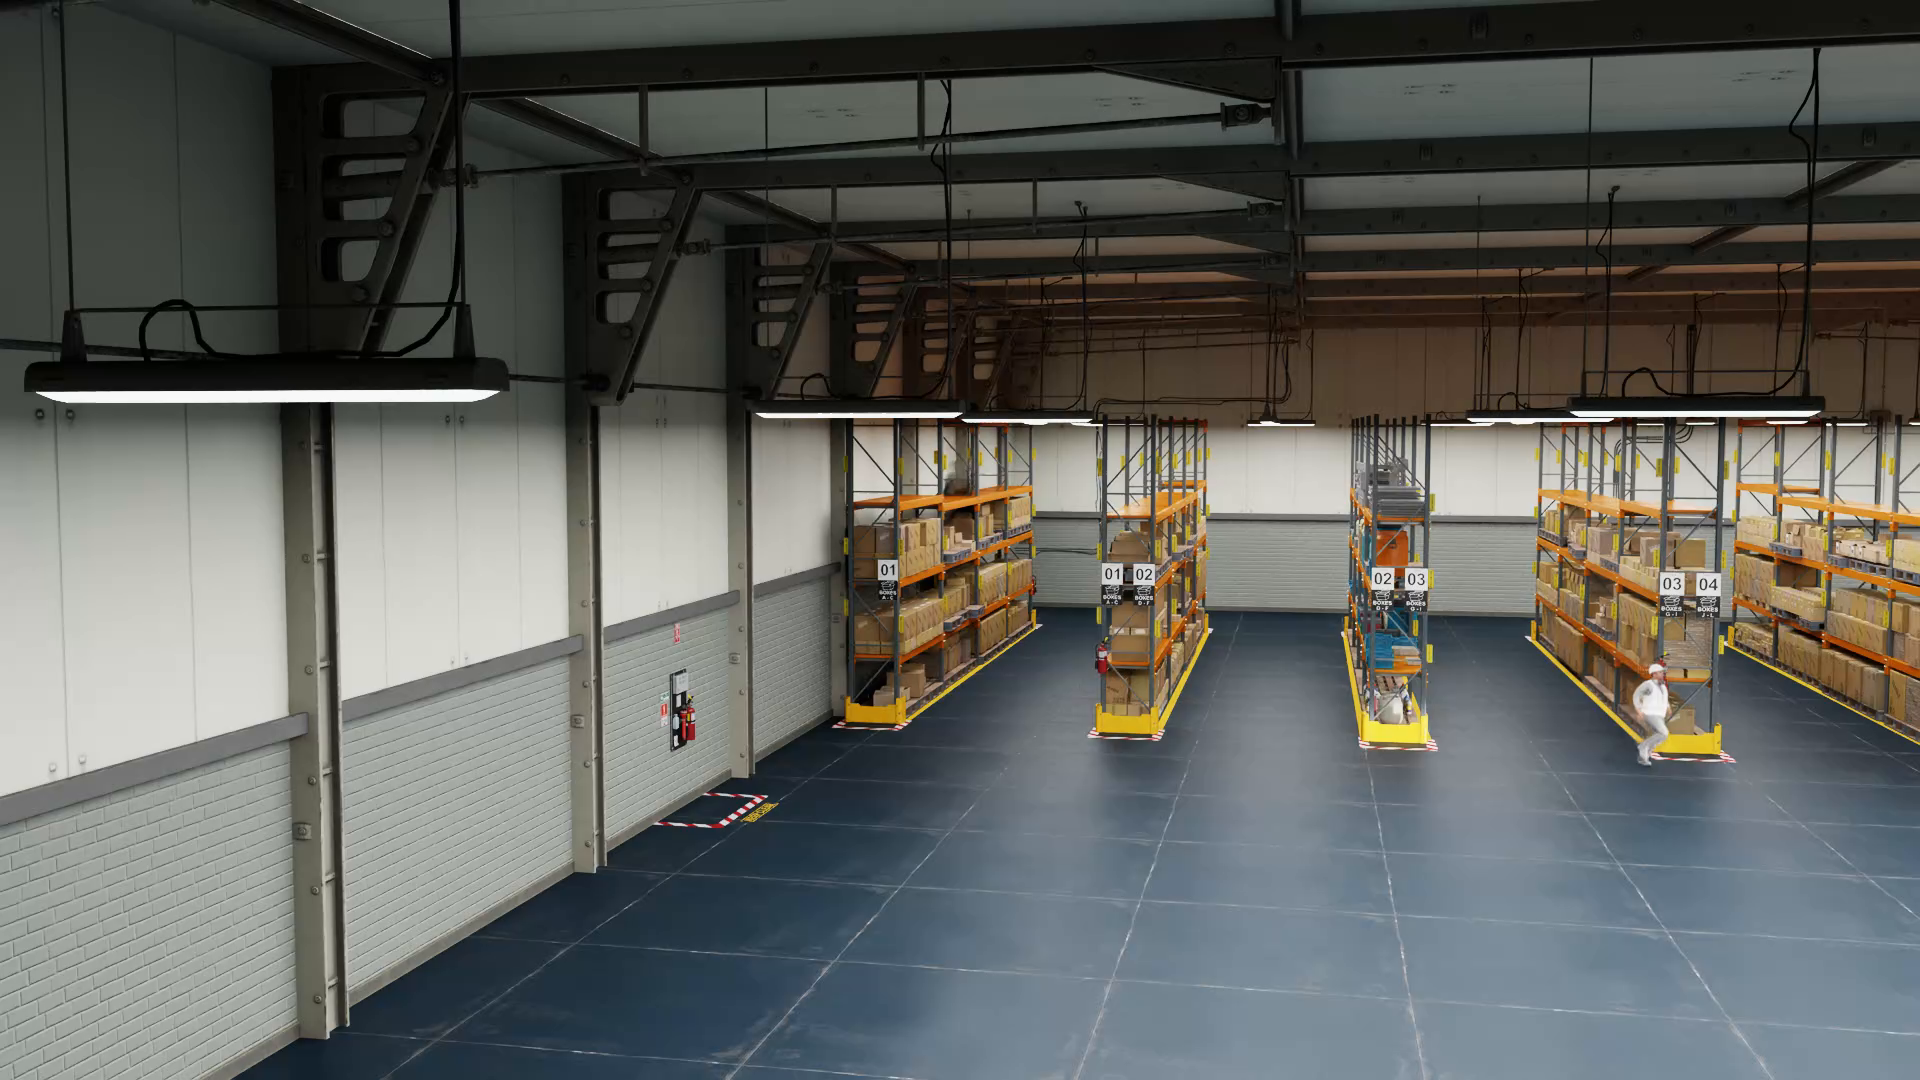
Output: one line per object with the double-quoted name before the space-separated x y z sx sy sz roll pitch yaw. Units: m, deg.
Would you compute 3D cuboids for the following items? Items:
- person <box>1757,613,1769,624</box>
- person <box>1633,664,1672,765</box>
"person" 21.812 1.880 45.075 0.662 1.662 0.875 -2 4 -29
"person" 11.890 2.983 28.355 0.673 1.696 0.580 -2 5 -32
